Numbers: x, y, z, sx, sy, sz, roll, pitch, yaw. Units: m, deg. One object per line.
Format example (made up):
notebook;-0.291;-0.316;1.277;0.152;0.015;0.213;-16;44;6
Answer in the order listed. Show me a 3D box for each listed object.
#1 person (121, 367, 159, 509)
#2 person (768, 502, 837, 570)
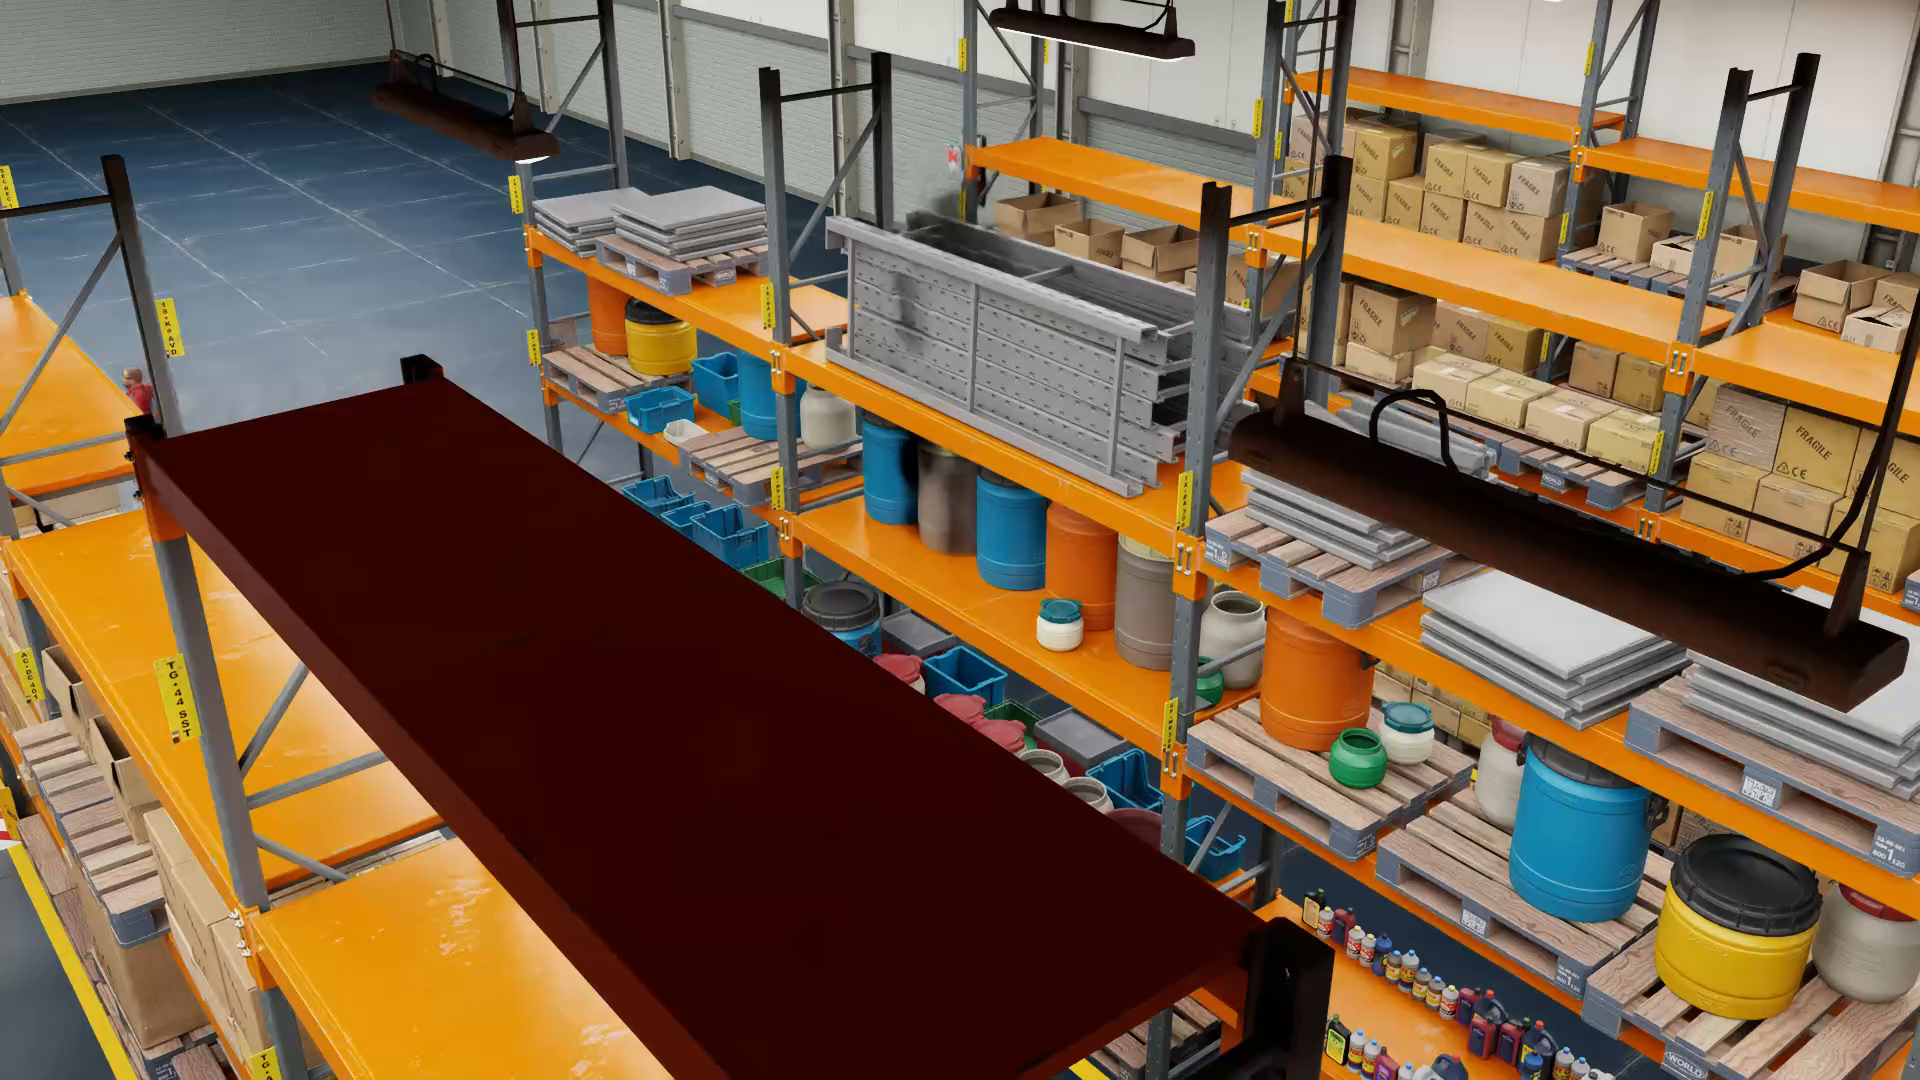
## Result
person;-9.085;-1.077;18.544;0.727;1.800;0.640;-7;27;-14
person;-1.623;-0.050;16.359;0.694;1.812;0.645;22;34;38
